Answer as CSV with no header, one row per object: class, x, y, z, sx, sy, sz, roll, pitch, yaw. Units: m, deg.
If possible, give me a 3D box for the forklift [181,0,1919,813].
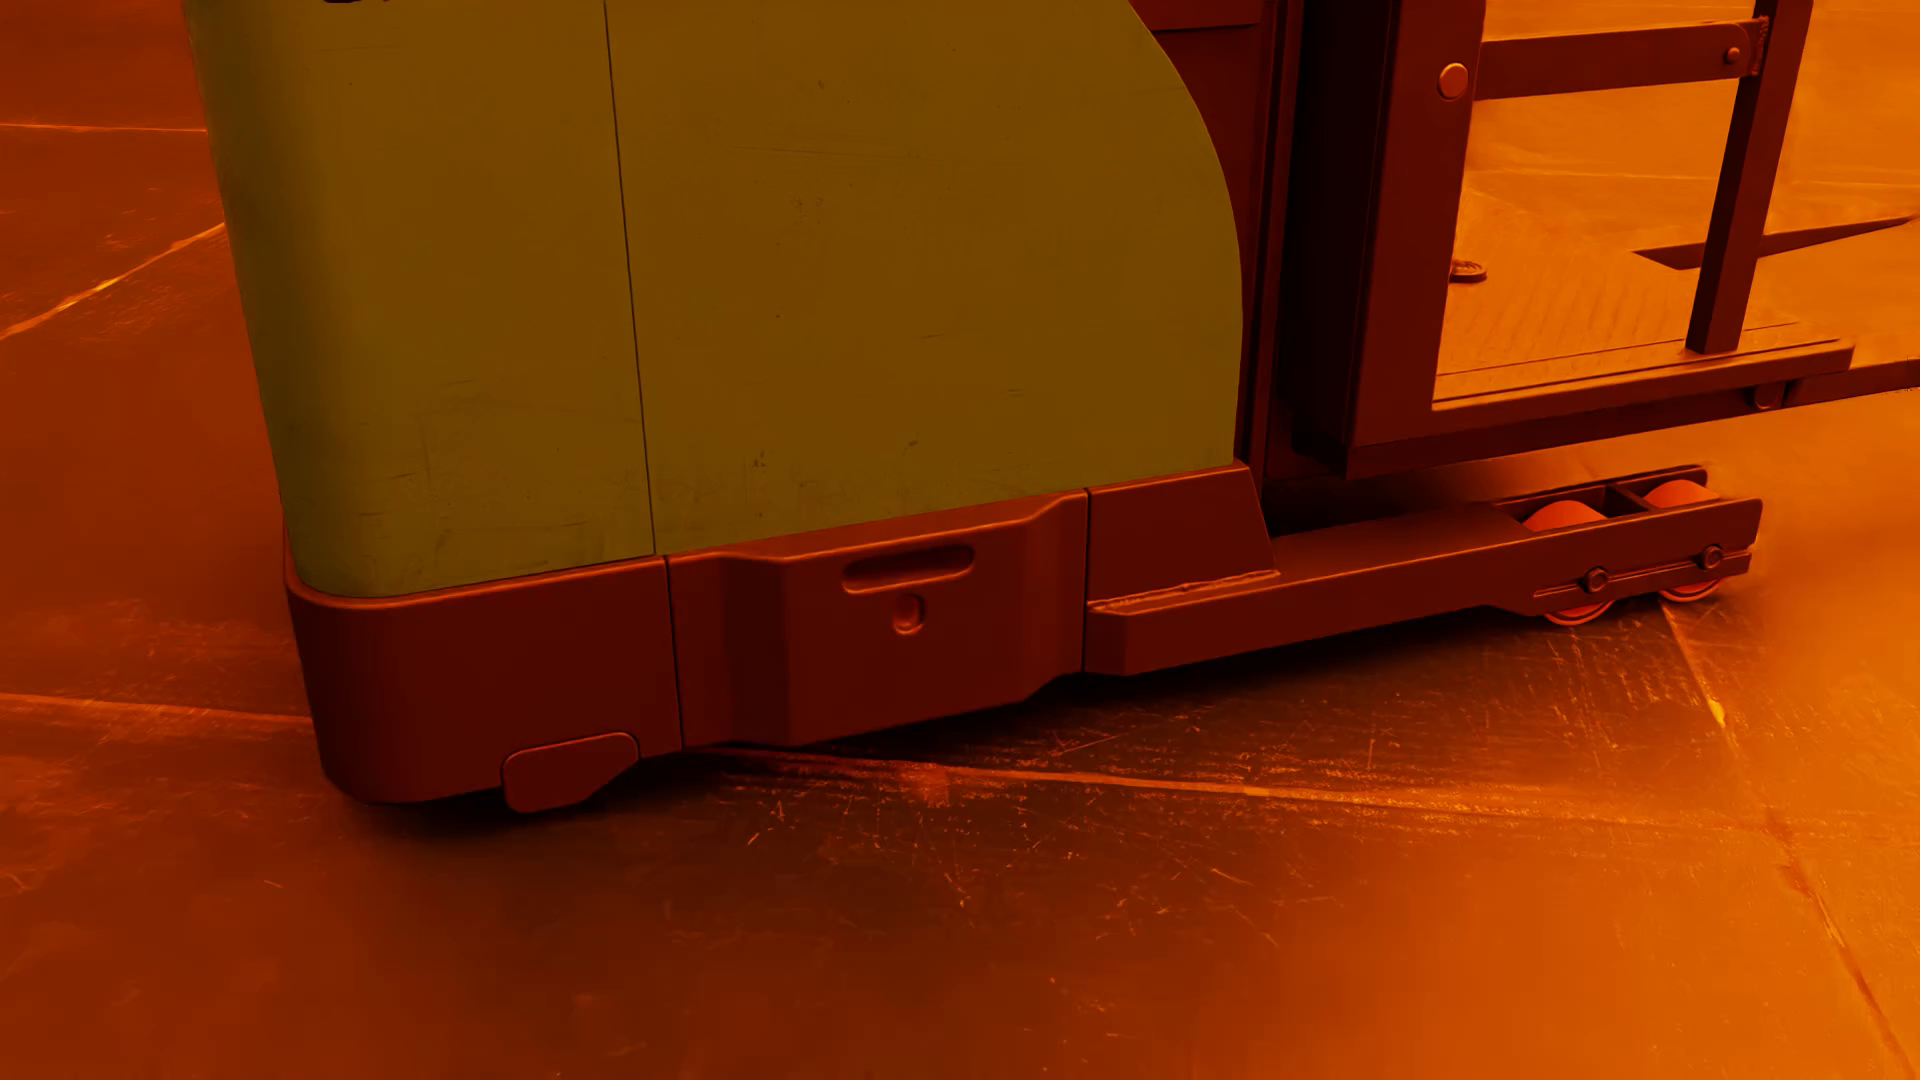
forklift,0.572,-1.406,2.035,3.031,2.935,1.130,-9,28,-18
